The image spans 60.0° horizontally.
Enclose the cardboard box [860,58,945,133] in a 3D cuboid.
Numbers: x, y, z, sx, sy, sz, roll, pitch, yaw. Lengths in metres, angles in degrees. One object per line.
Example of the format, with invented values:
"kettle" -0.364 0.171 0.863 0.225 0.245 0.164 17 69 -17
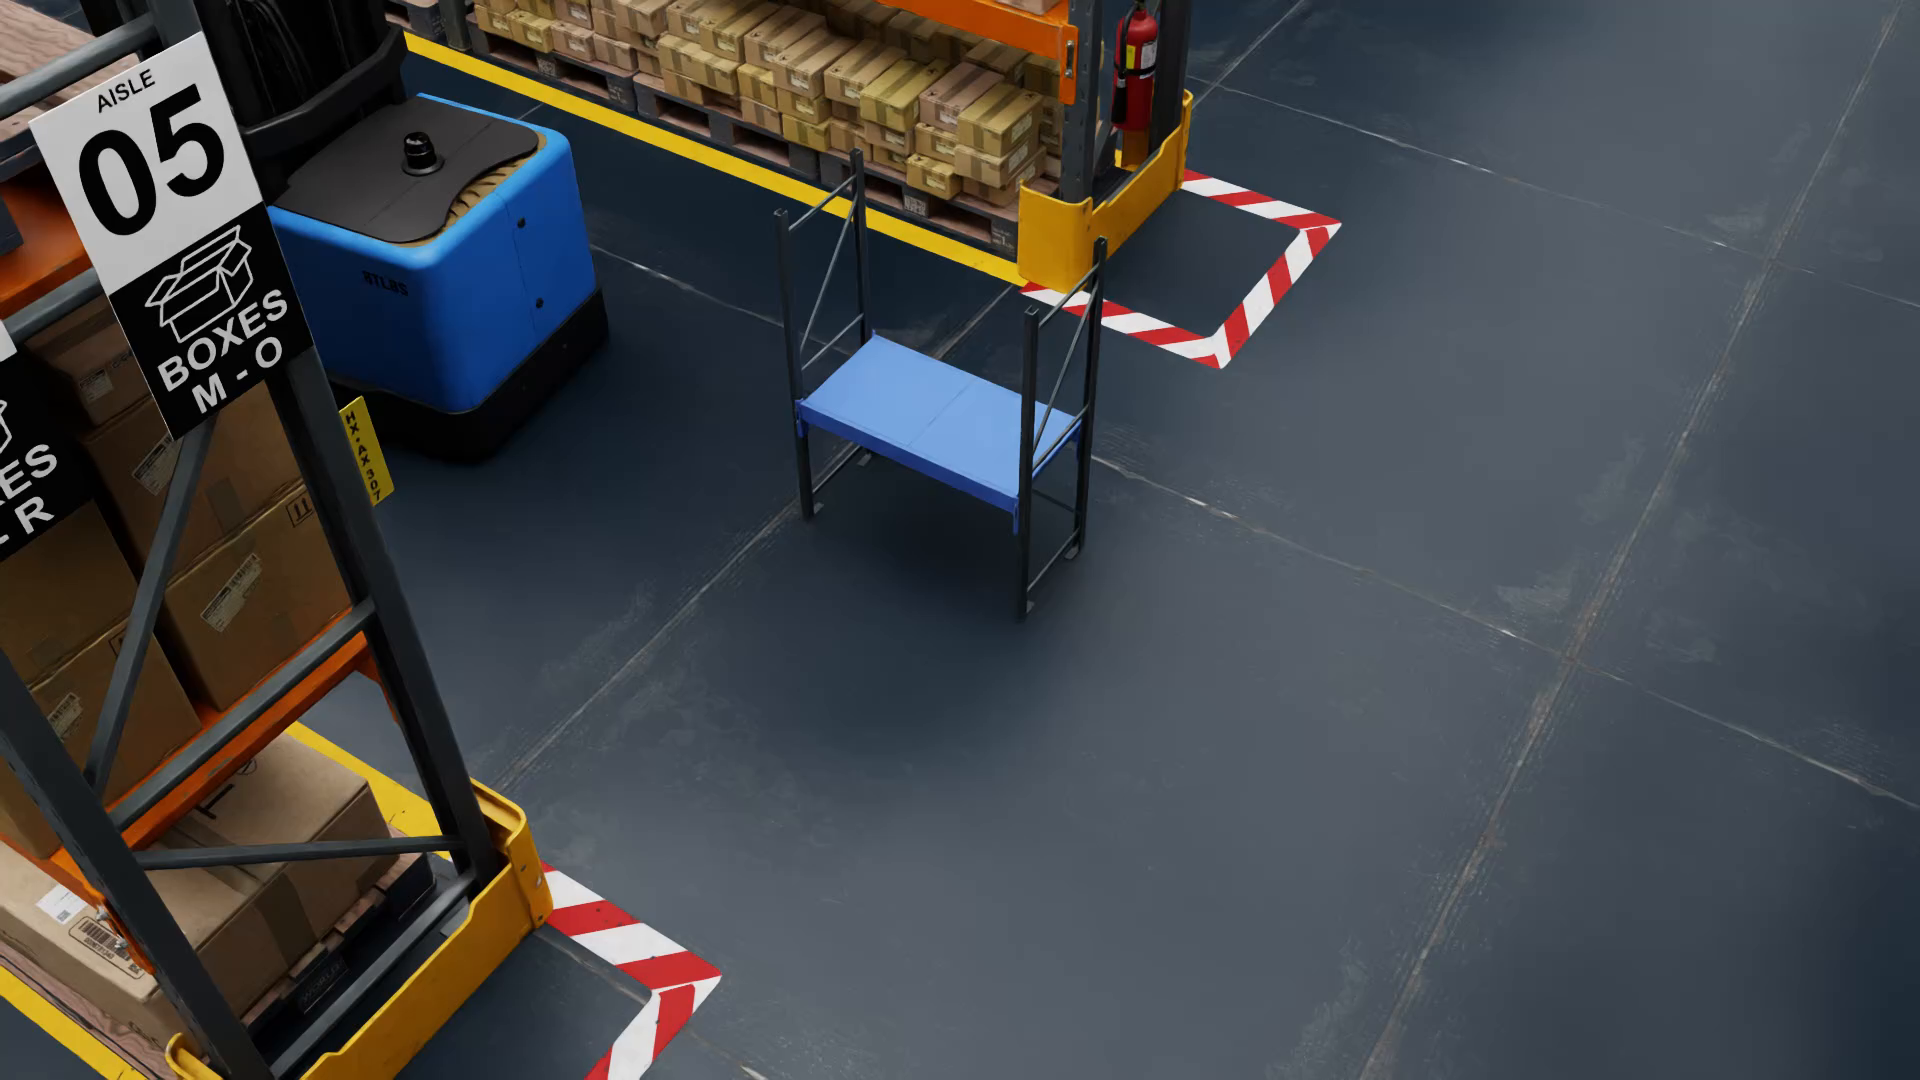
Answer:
"cardboard box" -0.276 -2.149 8.026 0.250 0.149 0.380 24 50 21

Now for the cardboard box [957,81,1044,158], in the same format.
"cardboard box" 0.191 -1.993 7.875 0.250 0.149 0.380 25 51 23

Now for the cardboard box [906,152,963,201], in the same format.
"cardboard box" -0.053 -1.850 8.151 0.250 0.149 0.380 26 51 23

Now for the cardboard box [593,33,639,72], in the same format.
"cardboard box" -1.758 -2.711 8.988 0.250 0.149 0.380 24 50 21

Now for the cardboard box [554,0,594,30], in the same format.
"cardboard box" -1.975 -2.936 8.999 0.250 0.149 0.380 24 51 22

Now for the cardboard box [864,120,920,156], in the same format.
"cardboard box" -0.263 -2.070 8.157 0.250 0.149 0.380 23 50 21

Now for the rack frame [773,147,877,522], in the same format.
"rack frame" -0.500 -0.753 6.435 0.032 1.500 0.500 25 51 22

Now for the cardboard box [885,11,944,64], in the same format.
"cardboard box" -0.177 -2.604 8.469 0.250 0.149 0.380 22 50 20

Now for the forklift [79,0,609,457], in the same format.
"forklift" -3.162 -2.102 6.749 3.031 2.935 1.130 19 49 17

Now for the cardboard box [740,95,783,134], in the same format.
"cardboard box" -0.912 -2.271 8.560 0.250 0.149 0.380 26 51 23

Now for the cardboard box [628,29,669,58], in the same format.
"cardboard box" -1.531 -2.709 8.779 0.250 0.149 0.380 27 52 24

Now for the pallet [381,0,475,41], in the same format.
"pallet" -3.249 -3.458 9.963 1.213 0.211 1.003 25 51 22

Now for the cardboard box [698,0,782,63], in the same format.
"cardboard box" -1.114 -2.611 8.476 0.250 0.149 0.380 25 51 22

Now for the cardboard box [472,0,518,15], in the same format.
"cardboard box" -2.461 -3.052 9.112 0.250 0.149 0.380 27 52 24

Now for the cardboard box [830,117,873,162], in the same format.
"cardboard box" -0.444 -2.092 8.386 0.250 0.149 0.380 25 51 22

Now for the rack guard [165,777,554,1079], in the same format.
"rack guard" -1.793 1.327 5.112 0.348 0.500 1.175 25 51 22

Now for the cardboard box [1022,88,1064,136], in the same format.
"cardboard box" 0.471 -2.195 8.279 0.250 0.149 0.380 27 52 24

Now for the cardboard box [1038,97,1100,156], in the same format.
"cardboard box" 0.505 -2.130 8.423 0.250 0.149 0.380 26 51 23

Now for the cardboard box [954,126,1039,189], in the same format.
"cardboard box" 0.175 -1.869 7.963 0.250 0.149 0.380 23 50 21

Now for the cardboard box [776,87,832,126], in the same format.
"cardboard box" -0.706 -2.262 8.344 0.250 0.149 0.380 25 51 23

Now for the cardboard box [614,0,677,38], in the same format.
"cardboard box" -1.574 -2.786 8.645 0.250 0.149 0.380 26 51 23

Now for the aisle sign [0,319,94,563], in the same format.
"aisle sign" -1.920 -0.244 3.083 0.004 0.787 0.394 25 51 22

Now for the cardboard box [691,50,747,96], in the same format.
"cardboard box" -1.158 -2.463 8.539 0.250 0.149 0.380 25 51 22

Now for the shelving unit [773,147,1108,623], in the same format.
"shelving unit" -0.072 -0.556 6.244 1.048 1.500 0.538 25 51 22

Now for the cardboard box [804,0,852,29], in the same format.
"cardboard box" -0.602 -2.847 8.705 0.250 0.149 0.380 25 51 23

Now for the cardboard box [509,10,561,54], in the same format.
"cardboard box" -2.236 -2.844 9.117 0.250 0.149 0.380 26 51 23

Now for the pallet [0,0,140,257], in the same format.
"pallet" -2.444 -0.849 3.454 1.213 0.211 1.003 25 51 22

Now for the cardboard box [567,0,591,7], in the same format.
"cardboard box" -1.976 -3.021 8.874 0.250 0.149 0.380 24 50 22

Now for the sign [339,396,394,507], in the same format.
"sign" -1.509 -0.215 4.209 0.005 0.325 0.100 25 51 22

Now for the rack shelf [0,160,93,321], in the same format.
"rack shelf" -3.497 -1.122 4.159 4.000 0.370 1.077 25 51 22

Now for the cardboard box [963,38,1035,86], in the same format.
"cardboard box" 0.219 -2.383 8.254 0.250 0.149 0.380 26 51 23

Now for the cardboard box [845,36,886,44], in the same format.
"cardboard box" -0.415 -2.587 8.660 0.250 0.149 0.380 22 50 20

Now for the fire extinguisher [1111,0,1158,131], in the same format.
"fire extinguisher" 0.736 -2.048 6.962 0.183 0.674 0.296 25 51 22

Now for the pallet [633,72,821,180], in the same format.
"pallet" -0.978 -2.447 8.981 1.213 0.211 1.003 25 51 22

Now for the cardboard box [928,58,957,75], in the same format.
"cardboard box" 0.017 -2.377 8.455 0.250 0.149 0.380 25 51 23

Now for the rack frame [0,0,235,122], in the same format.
"rack frame" -1.814 -1.644 2.073 0.127 3.000 1.000 25 51 22

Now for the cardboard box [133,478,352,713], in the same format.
"cardboard box" -2.063 0.053 4.538 0.500 0.500 0.500 24 51 22

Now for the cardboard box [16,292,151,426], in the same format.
"cardboard box" -1.963 -0.467 3.893 0.250 0.149 0.380 26 51 23

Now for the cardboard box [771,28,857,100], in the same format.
"cardboard box" -0.716 -2.357 8.229 0.250 0.149 0.380 27 51 23

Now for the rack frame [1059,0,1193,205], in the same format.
"rack frame" 0.774 -2.581 7.166 0.127 3.000 1.000 25 51 22

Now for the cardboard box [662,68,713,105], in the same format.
"cardboard box" -1.346 -2.470 8.753 0.250 0.149 0.380 23 50 21

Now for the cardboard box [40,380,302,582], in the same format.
"cardboard box" -2.064 -0.295 4.178 0.500 0.500 0.500 24 50 21
